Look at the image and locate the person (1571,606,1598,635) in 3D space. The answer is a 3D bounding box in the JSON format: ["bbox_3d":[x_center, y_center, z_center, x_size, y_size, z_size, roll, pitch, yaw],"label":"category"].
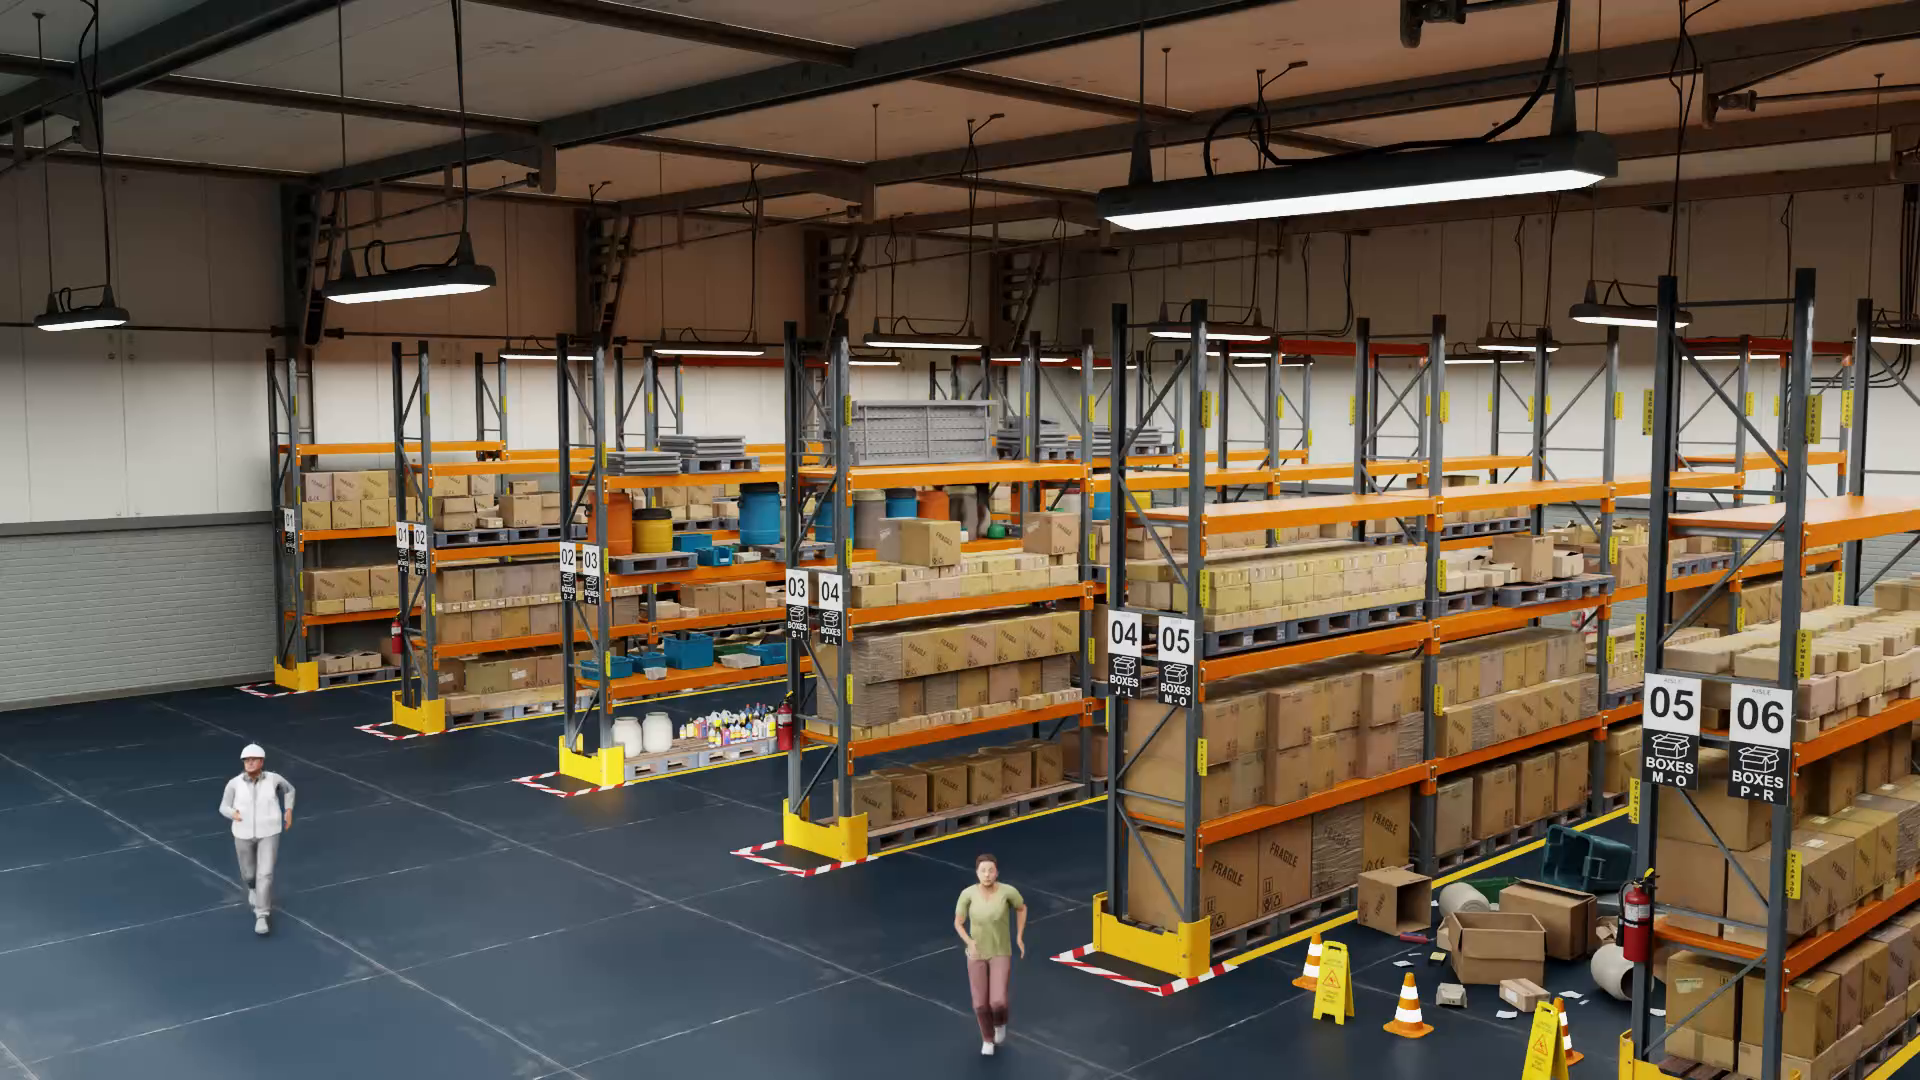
[{"bbox_3d":[11.144,1.724,29.498,0.694,1.803,0.838,0,5,1],"label":"person"}]

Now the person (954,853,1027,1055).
[{"bbox_3d":[0.233,3.236,12.927,0.562,1.625,0.612,0,5,4],"label":"person"}]

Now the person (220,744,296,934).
[{"bbox_3d":[-6.854,2.861,16.219,0.672,1.732,1.054,-1,5,-16],"label":"person"}]
